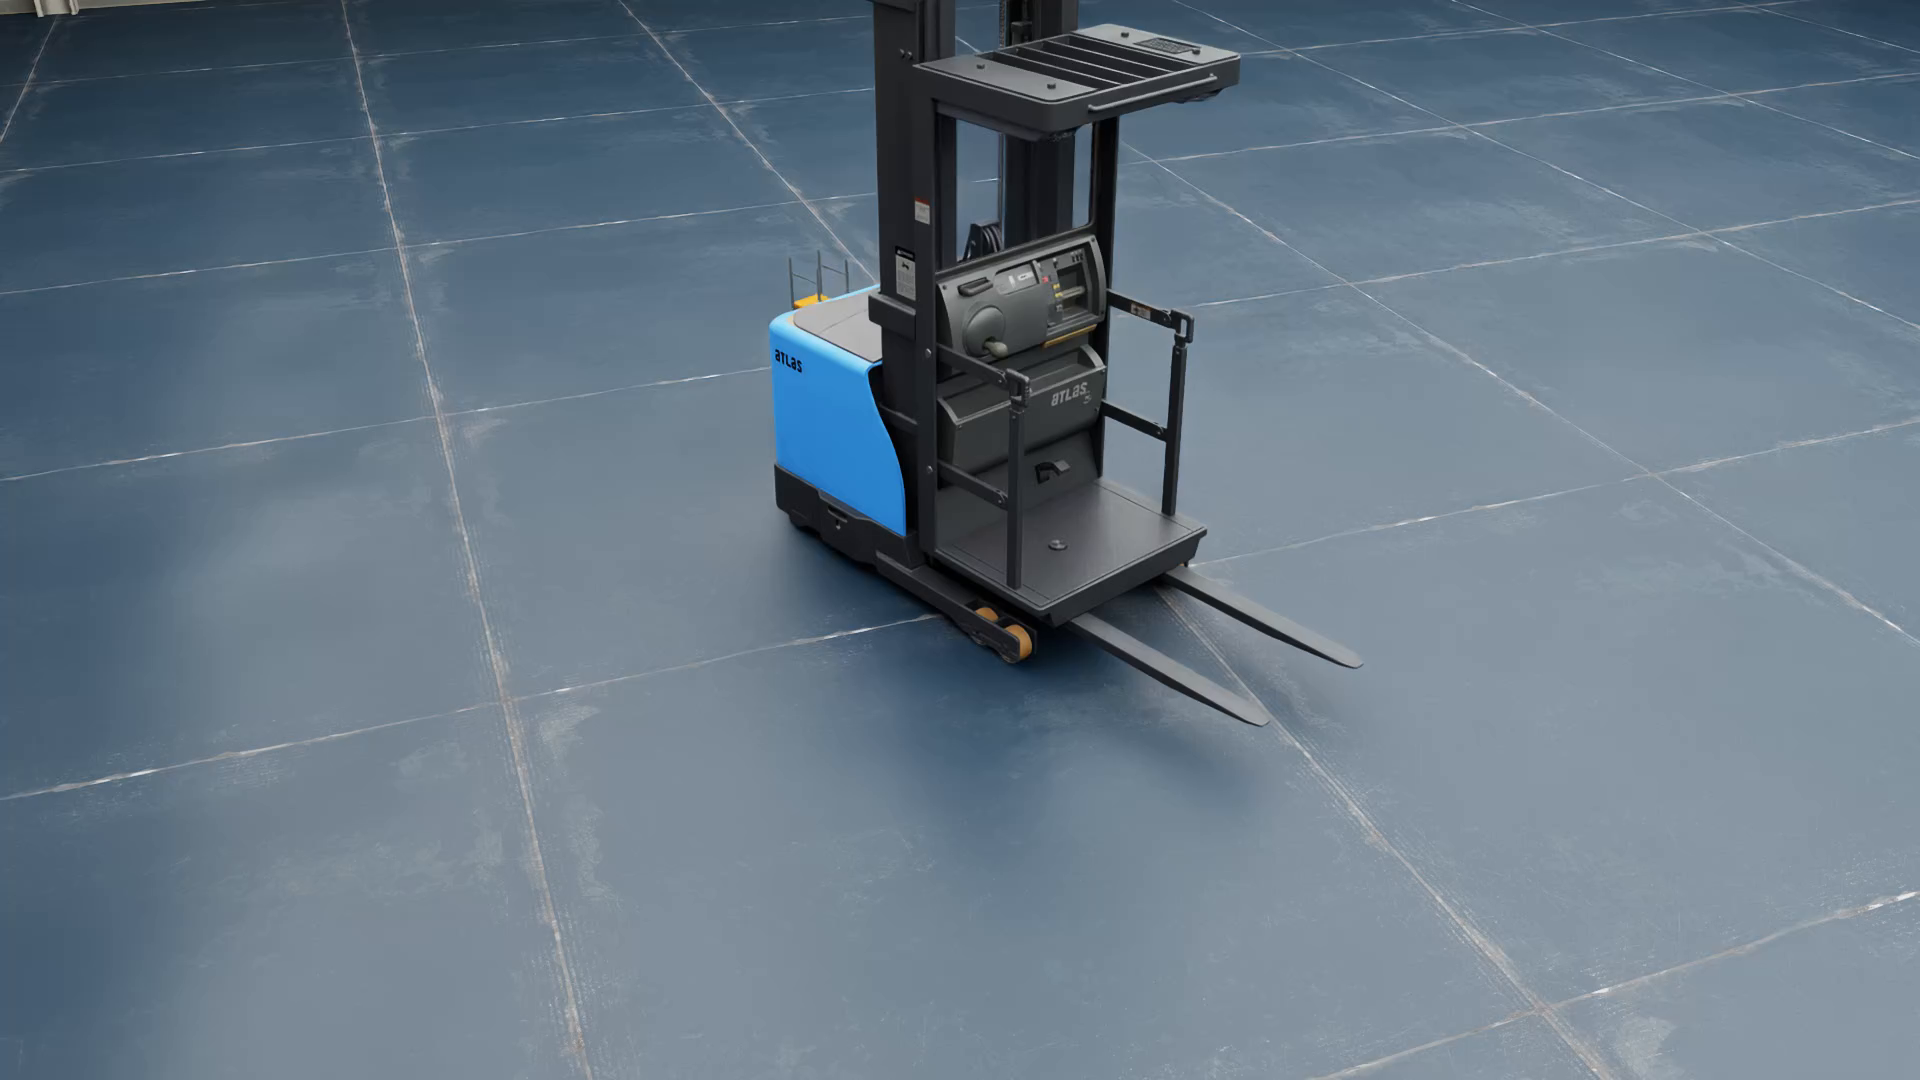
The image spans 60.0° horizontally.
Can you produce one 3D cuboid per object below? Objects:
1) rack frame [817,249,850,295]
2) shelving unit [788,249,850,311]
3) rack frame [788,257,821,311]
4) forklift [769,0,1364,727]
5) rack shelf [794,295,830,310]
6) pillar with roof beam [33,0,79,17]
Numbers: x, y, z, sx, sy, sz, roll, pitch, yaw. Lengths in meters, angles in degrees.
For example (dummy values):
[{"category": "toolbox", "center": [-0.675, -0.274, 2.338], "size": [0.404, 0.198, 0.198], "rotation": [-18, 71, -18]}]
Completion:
[{"category": "rack frame", "center": [-0.635, -0.907, 8.627], "size": [0.006, 1.200, 0.240], "rotation": [-25, 37, -37]}, {"category": "shelving unit", "center": [-0.701, -0.876, 8.572], "size": [0.189, 1.200, 0.258], "rotation": [-25, 37, -37]}, {"category": "rack frame", "center": [-0.768, -0.845, 8.518], "size": [0.006, 1.200, 0.240], "rotation": [-25, 37, -37]}, {"category": "forklift", "center": [0.423, -1.018, 7.077], "size": [1.130, 2.935, 3.031], "rotation": [-24, 37, -35]}, {"category": "rack shelf", "center": [-0.704, -1.152, 8.419], "size": [0.180, 0.103, 0.258], "rotation": [-25, 37, -37]}, {"category": "pillar with roof beam", "center": [-8.586, -7.815, 12.876], "size": [0.400, 9.000, 9.100], "rotation": [-10, 31, -18]}]
